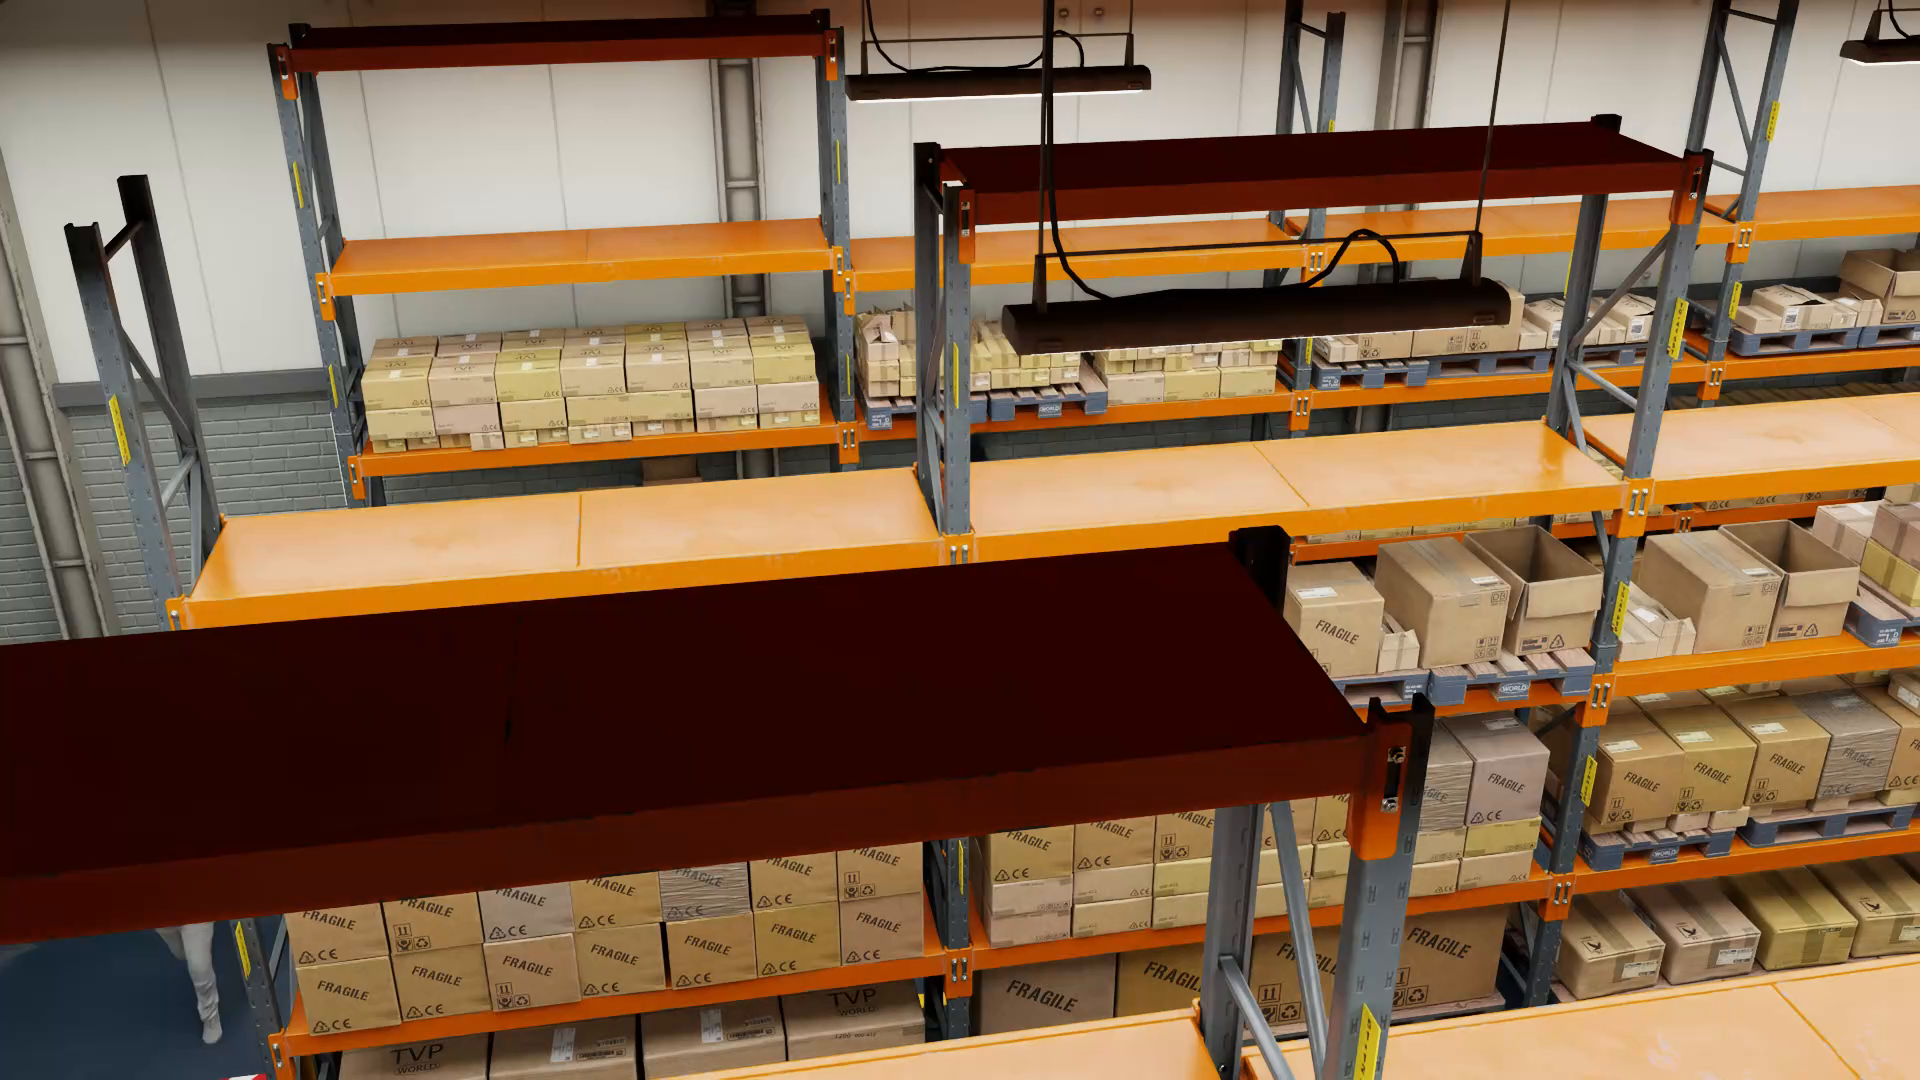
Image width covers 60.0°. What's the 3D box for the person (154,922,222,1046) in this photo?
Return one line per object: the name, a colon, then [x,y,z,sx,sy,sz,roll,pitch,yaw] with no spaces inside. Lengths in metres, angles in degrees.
person: [-5.277,2.511,11.215,0.581,1.715,0.827,-7,27,-15]
